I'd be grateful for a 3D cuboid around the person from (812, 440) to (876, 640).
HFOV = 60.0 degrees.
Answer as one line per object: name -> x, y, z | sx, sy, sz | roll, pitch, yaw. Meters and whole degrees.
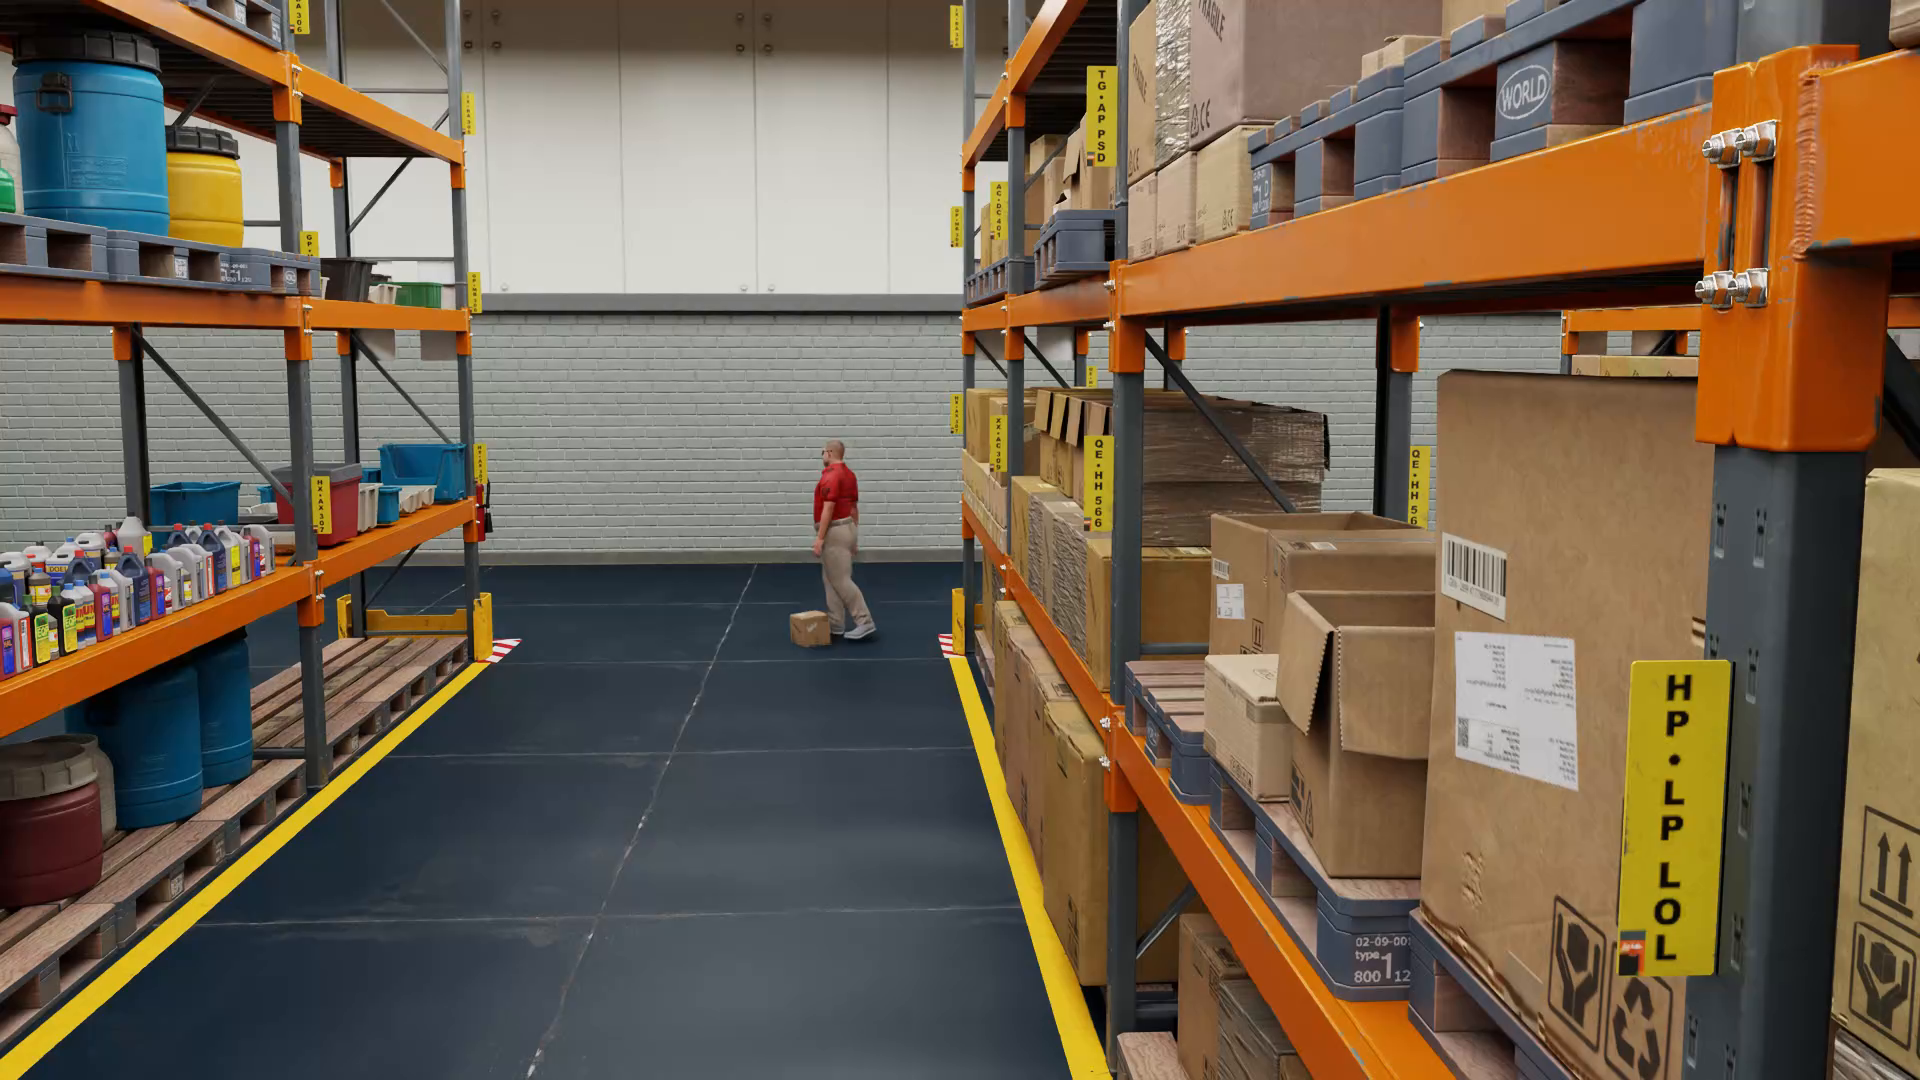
person -> -1.011, -0.008, 14.421 | 0.637, 1.716, 0.602 | 2, 7, 16
